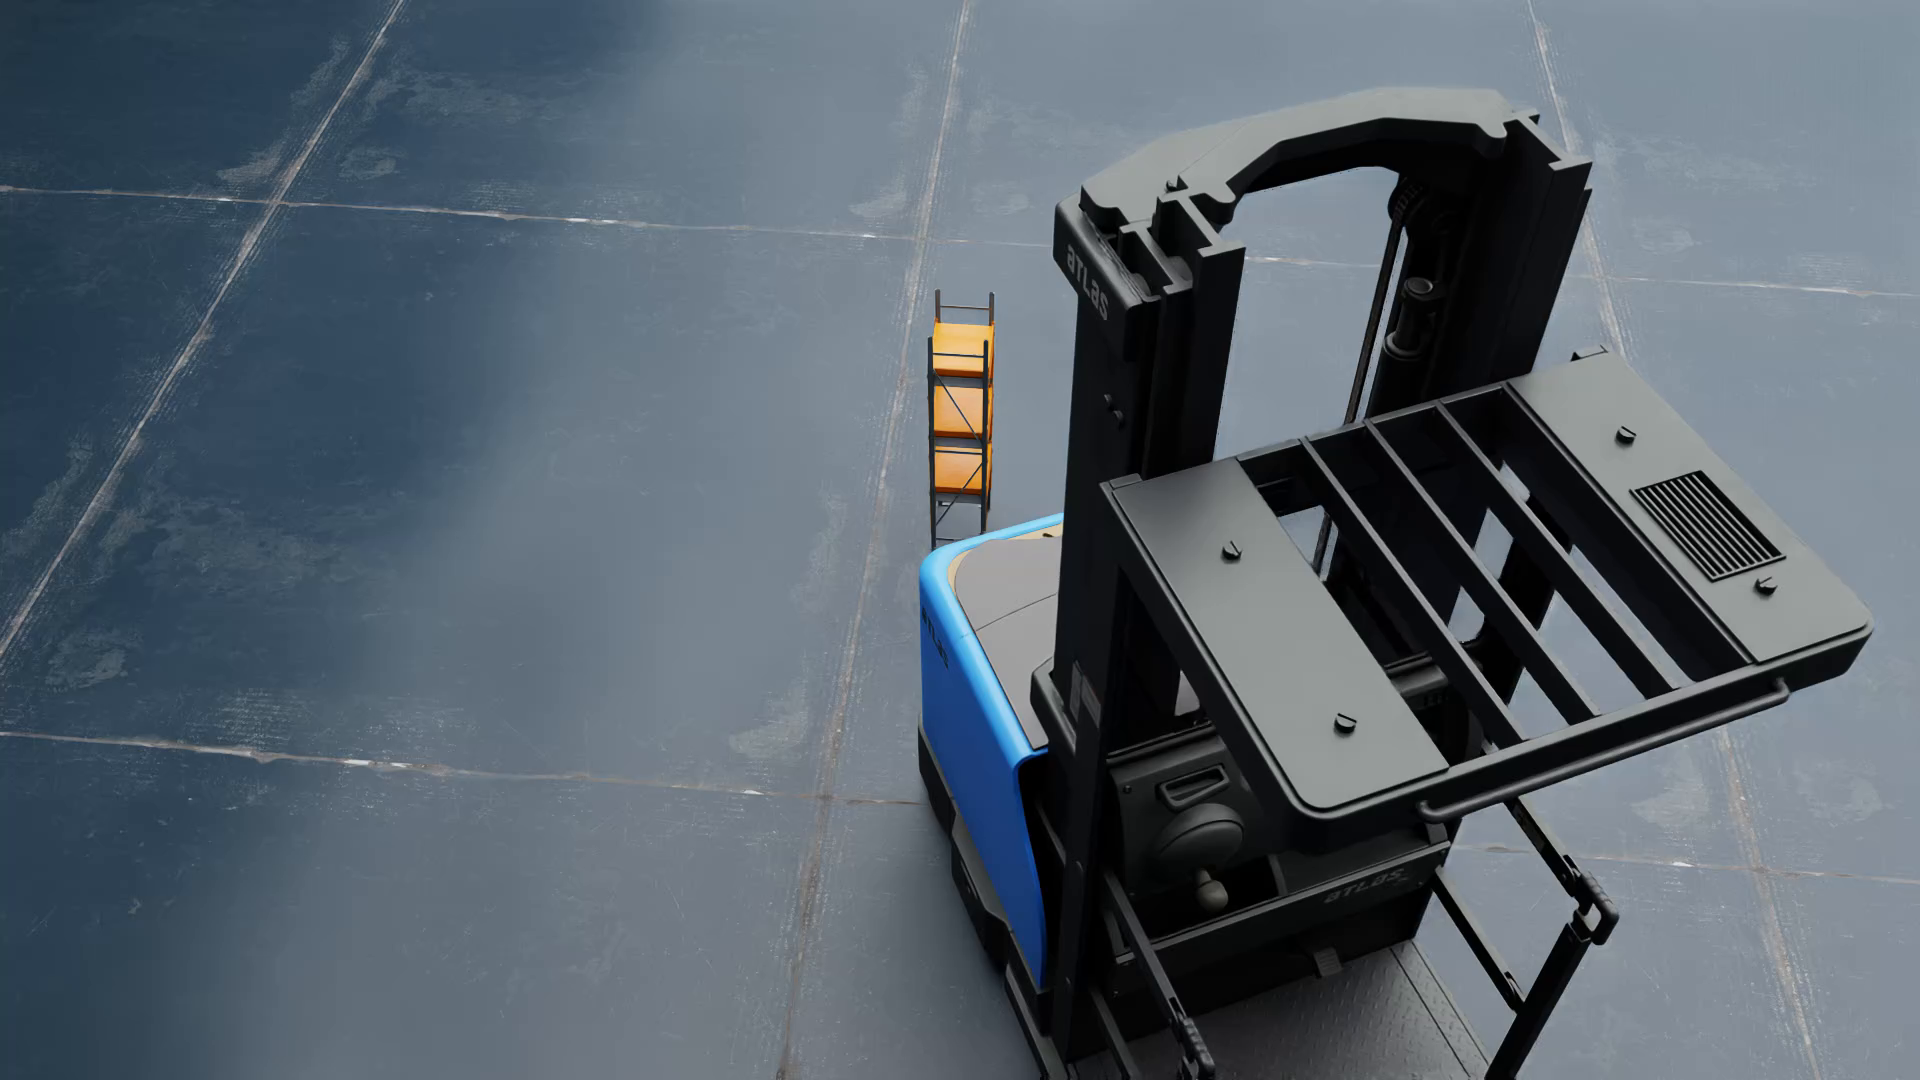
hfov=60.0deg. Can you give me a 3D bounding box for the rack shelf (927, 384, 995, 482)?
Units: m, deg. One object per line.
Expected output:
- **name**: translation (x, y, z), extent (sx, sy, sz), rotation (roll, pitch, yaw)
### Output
- **rack shelf**: translation (0.005, -0.386, 5.906), extent (0.215, 0.259, 0.240), rotation (4, 48, 4)

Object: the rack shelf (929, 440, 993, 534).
- **rack shelf**: translation (0.005, -0.199, 6.111), extent (0.215, 0.259, 0.240), rotation (4, 48, 4)

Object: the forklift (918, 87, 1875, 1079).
- **forklift**: translation (0.862, 0.661, 3.659), extent (1.130, 2.935, 3.031), rotation (-16, 49, -14)

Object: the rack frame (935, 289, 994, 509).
- **rack frame**: translation (0.016, -0.483, 5.981), extent (0.200, 1.050, 0.008), rotation (4, 48, 4)

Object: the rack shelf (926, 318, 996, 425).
- **rack shelf**: translation (0.005, -0.578, 5.697), extent (0.215, 0.259, 0.240), rotation (4, 48, 4)

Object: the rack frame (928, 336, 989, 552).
- **rack frame**: translation (-0.006, -0.304, 5.817), extent (0.200, 1.050, 0.008), rotation (4, 48, 4)

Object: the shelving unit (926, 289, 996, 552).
- **shelving unit**: translation (0.005, -0.394, 5.899), extent (0.215, 1.050, 0.252), rotation (4, 48, 4)
